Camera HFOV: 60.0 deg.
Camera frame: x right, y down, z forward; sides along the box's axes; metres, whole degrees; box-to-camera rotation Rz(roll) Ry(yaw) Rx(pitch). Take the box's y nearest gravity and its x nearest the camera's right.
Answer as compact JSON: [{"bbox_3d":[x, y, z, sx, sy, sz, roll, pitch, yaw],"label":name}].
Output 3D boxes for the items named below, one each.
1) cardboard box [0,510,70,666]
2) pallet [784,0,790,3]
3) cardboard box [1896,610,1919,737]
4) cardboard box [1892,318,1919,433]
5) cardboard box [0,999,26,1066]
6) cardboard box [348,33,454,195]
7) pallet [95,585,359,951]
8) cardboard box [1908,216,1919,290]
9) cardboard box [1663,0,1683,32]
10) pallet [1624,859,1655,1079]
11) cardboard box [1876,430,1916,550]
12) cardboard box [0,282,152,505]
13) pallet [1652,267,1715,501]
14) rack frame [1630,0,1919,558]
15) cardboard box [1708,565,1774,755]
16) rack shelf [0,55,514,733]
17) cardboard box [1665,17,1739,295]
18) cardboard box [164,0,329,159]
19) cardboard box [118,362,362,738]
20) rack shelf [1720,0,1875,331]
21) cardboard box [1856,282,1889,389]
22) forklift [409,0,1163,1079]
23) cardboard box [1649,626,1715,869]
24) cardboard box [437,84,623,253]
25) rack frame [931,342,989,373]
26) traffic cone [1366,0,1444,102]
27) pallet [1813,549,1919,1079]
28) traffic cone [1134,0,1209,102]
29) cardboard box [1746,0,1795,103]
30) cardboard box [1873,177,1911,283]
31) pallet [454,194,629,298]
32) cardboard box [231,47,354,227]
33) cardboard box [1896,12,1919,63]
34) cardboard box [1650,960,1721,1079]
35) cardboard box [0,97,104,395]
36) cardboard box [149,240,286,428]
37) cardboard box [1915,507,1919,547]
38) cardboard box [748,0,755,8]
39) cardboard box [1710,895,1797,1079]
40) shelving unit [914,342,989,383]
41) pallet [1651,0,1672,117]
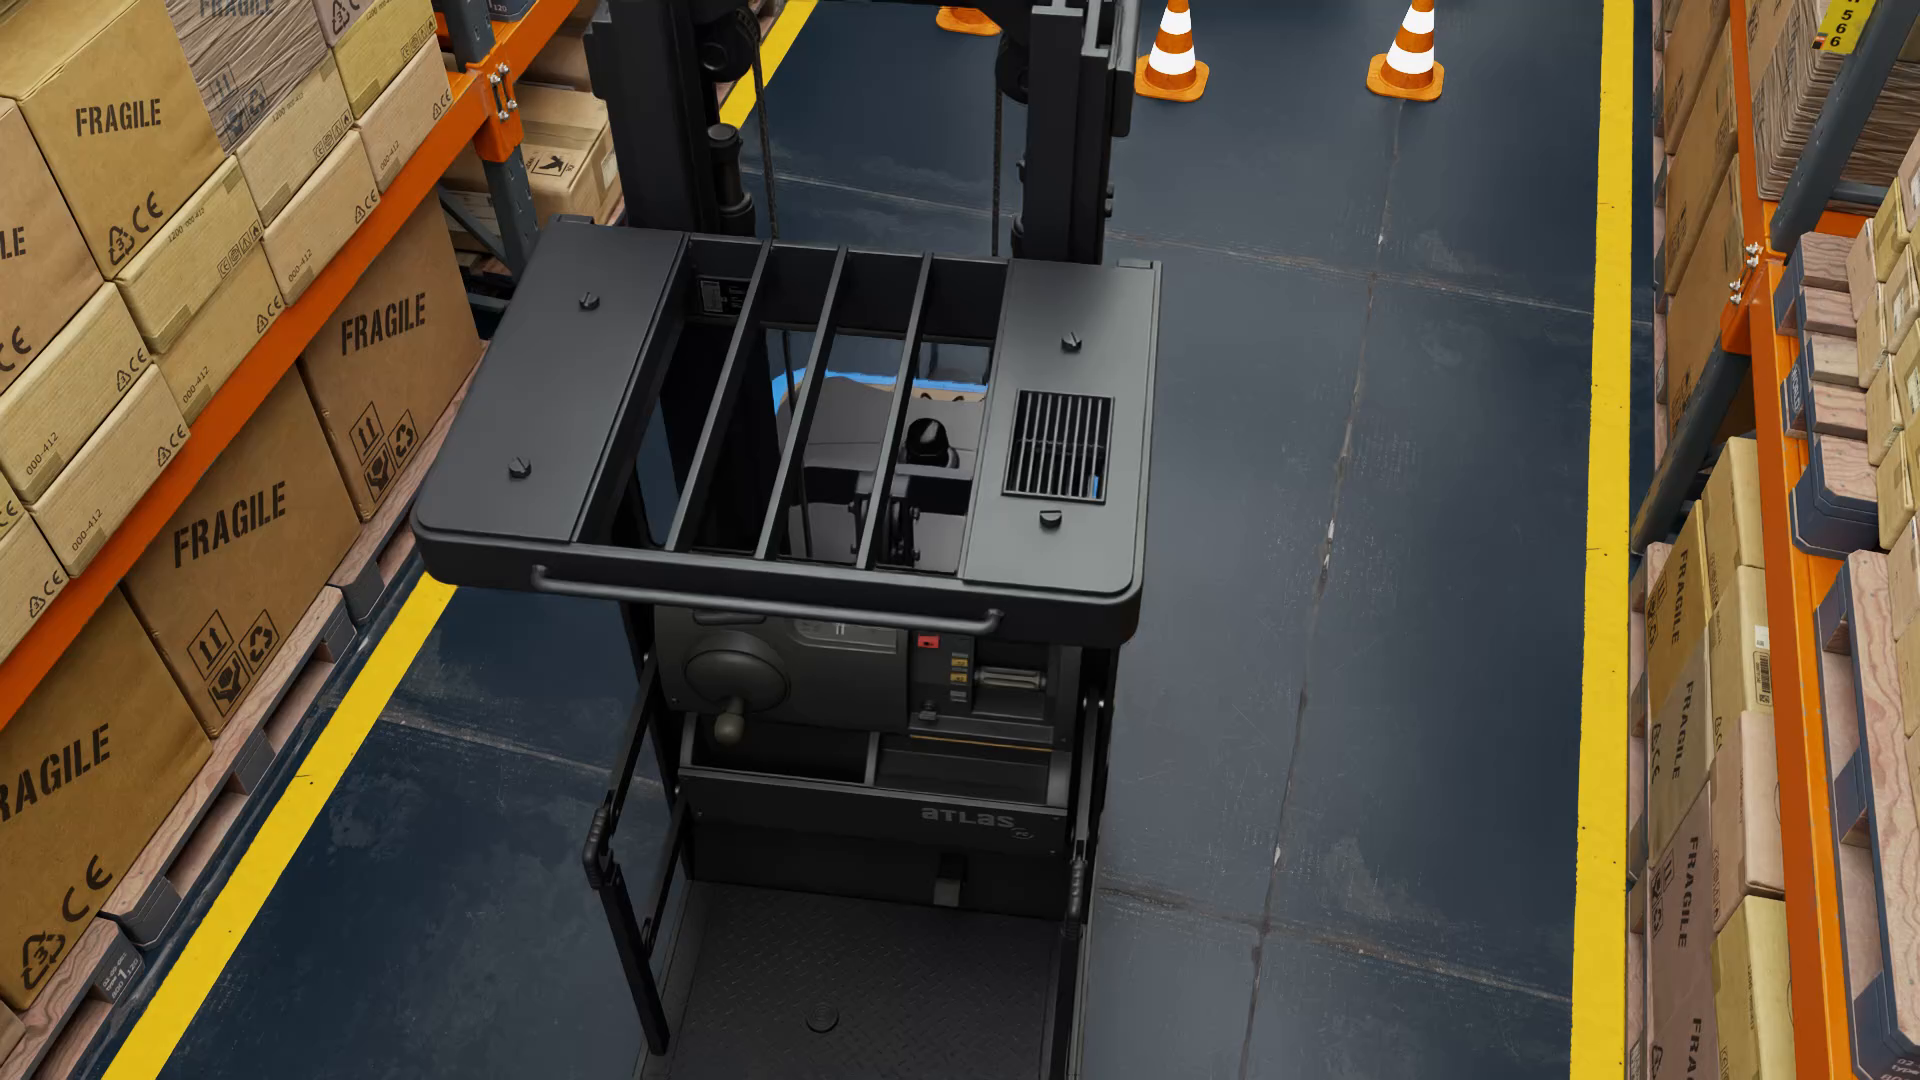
[{"bbox_3d":[-2.404,0.146,3.721,0.500,0.250,0.500,11,50,10],"label":"cardboard box"},{"bbox_3d":[-1.157,-3.196,8.430,1.003,0.211,1.213,12,50,10],"label":"pallet"},{"bbox_3d":[2.136,0.302,3.370,0.380,0.149,0.250,12,50,11],"label":"cardboard box"},{"bbox_3d":[2.339,-0.339,3.738,0.380,0.149,0.250,10,49,9],"label":"cardboard box"},{"bbox_3d":[-2.973,1.204,3.824,0.875,0.875,0.875,13,50,11],"label":"cardboard box"},{"bbox_3d":[-1.889,-1.322,5.016,0.500,0.250,0.500,10,49,9],"label":"cardboard box"},{"bbox_3d":[-2.609,0.569,5.107,1.003,0.211,1.213,12,50,10],"label":"pallet"},{"bbox_3d":[2.419,-0.647,3.811,0.380,0.149,0.250,10,49,9],"label":"cardboard box"},{"bbox_3d":[3.772,-2.706,7.358,1.050,0.750,0.750,11,50,10],"label":"cardboard box"},{"bbox_3d":[2.266,1.482,4.301,1.003,0.211,1.213,12,50,10],"label":"pallet"},{"bbox_3d":[2.273,-0.072,3.701,0.380,0.149,0.250,14,50,12],"label":"cardboard box"},{"bbox_3d":[-2.271,-0.383,3.854,0.500,0.250,0.500,10,49,9],"label":"cardboard box"},{"bbox_3d":[3.076,-0.518,6.066,1.003,0.211,1.213,12,50,10],"label":"pallet"},{"bbox_3d":[2.796,-0.885,4.531,1.000,3.000,0.127,12,50,10],"label":"rack frame"},{"bbox_3d":[2.247,0.373,4.307,0.500,0.250,0.500,11,49,10],"label":"cardboard box"},{"bbox_3d":[-2.533,-0.104,4.321,1.077,0.370,4.000,12,50,10],"label":"rack shelf"},{"bbox_3d":[3.270,-1.335,6.148,1.050,0.750,0.750,12,50,11],"label":"cardboard box"},{"bbox_3d":[-2.017,-1.355,4.211,0.500,0.500,0.500,12,50,11],"label":"cardboard box"},{"bbox_3d":[-2.507,-0.097,4.972,0.875,0.875,0.875,12,50,10],"label":"cardboard box"},{"bbox_3d":[3.322,-2.094,6.077,1.077,0.370,4.000,12,50,10],"label":"rack shelf"},{"bbox_3d":[2.413,-0.463,4.046,0.380,0.149,0.250,14,50,12],"label":"cardboard box"},{"bbox_3d":[-0.226,0.379,3.460,1.130,2.935,3.031,5,49,5],"label":"forklift"},{"bbox_3d":[2.235,0.629,4.582,0.500,0.500,0.500,12,50,10],"label":"cardboard box"},{"bbox_3d":[-1.848,-1.465,6.515,0.950,0.372,0.625,9,49,7],"label":"cardboard box"},{"bbox_3d":[0.025,-0.365,5.472,0.240,0.900,0.006,12,50,10],"label":"rack frame"},{"bbox_3d":[2.039,-2.267,7.442,0.336,0.463,0.334,12,50,10],"label":"traffic cone"},{"bbox_3d":[2.314,0.618,3.332,1.003,0.211,1.213,12,50,10],"label":"pallet"},{"bbox_3d":[0.959,-2.262,7.438,0.336,0.463,0.334,12,50,10],"label":"traffic cone"},{"bbox_3d":[2.788,-1.658,5.146,0.500,0.500,0.500,12,50,10],"label":"cardboard box"},{"bbox_3d":[2.475,-0.730,4.082,0.380,0.149,0.250,14,50,12],"label":"cardboard box"},{"bbox_3d":[-1.799,-1.431,6.872,1.003,0.211,1.213,12,50,10],"label":"pallet"},{"bbox_3d":[-2.020,-1.133,4.516,0.500,0.250,0.500,10,49,9],"label":"cardboard box"},{"bbox_3d":[2.924,-1.572,4.403,0.700,0.500,0.500,11,50,10],"label":"cardboard box"},{"bbox_3d":[1.969,1.370,3.927,0.500,0.500,0.500,11,49,9],"label":"cardboard box"},{"bbox_3d":[-2.294,-0.632,3.574,0.500,0.500,0.500,11,49,9],"label":"cardboard box"},{"bbox_3d":[-2.156,-0.589,4.369,0.500,0.250,0.500,11,50,10],"label":"cardboard box"},{"bbox_3d":[2.206,0.023,3.418,0.380,0.149,0.250,12,50,10],"label":"cardboard box"},{"bbox_3d":[-1.456,-2.548,7.471,0.950,0.372,0.625,13,50,11],"label":"cardboard box"},{"bbox_3d":[1.969,1.105,3.661,0.500,0.250,0.500,10,49,8],"label":"cardboard box"},{"bbox_3d":[-0.002,-0.292,5.407,0.258,0.900,0.210,12,50,10],"label":"shelving unit"},{"bbox_3d":[3.718,-2.283,7.624,1.003,0.211,1.213,12,50,10],"label":"pallet"}]
